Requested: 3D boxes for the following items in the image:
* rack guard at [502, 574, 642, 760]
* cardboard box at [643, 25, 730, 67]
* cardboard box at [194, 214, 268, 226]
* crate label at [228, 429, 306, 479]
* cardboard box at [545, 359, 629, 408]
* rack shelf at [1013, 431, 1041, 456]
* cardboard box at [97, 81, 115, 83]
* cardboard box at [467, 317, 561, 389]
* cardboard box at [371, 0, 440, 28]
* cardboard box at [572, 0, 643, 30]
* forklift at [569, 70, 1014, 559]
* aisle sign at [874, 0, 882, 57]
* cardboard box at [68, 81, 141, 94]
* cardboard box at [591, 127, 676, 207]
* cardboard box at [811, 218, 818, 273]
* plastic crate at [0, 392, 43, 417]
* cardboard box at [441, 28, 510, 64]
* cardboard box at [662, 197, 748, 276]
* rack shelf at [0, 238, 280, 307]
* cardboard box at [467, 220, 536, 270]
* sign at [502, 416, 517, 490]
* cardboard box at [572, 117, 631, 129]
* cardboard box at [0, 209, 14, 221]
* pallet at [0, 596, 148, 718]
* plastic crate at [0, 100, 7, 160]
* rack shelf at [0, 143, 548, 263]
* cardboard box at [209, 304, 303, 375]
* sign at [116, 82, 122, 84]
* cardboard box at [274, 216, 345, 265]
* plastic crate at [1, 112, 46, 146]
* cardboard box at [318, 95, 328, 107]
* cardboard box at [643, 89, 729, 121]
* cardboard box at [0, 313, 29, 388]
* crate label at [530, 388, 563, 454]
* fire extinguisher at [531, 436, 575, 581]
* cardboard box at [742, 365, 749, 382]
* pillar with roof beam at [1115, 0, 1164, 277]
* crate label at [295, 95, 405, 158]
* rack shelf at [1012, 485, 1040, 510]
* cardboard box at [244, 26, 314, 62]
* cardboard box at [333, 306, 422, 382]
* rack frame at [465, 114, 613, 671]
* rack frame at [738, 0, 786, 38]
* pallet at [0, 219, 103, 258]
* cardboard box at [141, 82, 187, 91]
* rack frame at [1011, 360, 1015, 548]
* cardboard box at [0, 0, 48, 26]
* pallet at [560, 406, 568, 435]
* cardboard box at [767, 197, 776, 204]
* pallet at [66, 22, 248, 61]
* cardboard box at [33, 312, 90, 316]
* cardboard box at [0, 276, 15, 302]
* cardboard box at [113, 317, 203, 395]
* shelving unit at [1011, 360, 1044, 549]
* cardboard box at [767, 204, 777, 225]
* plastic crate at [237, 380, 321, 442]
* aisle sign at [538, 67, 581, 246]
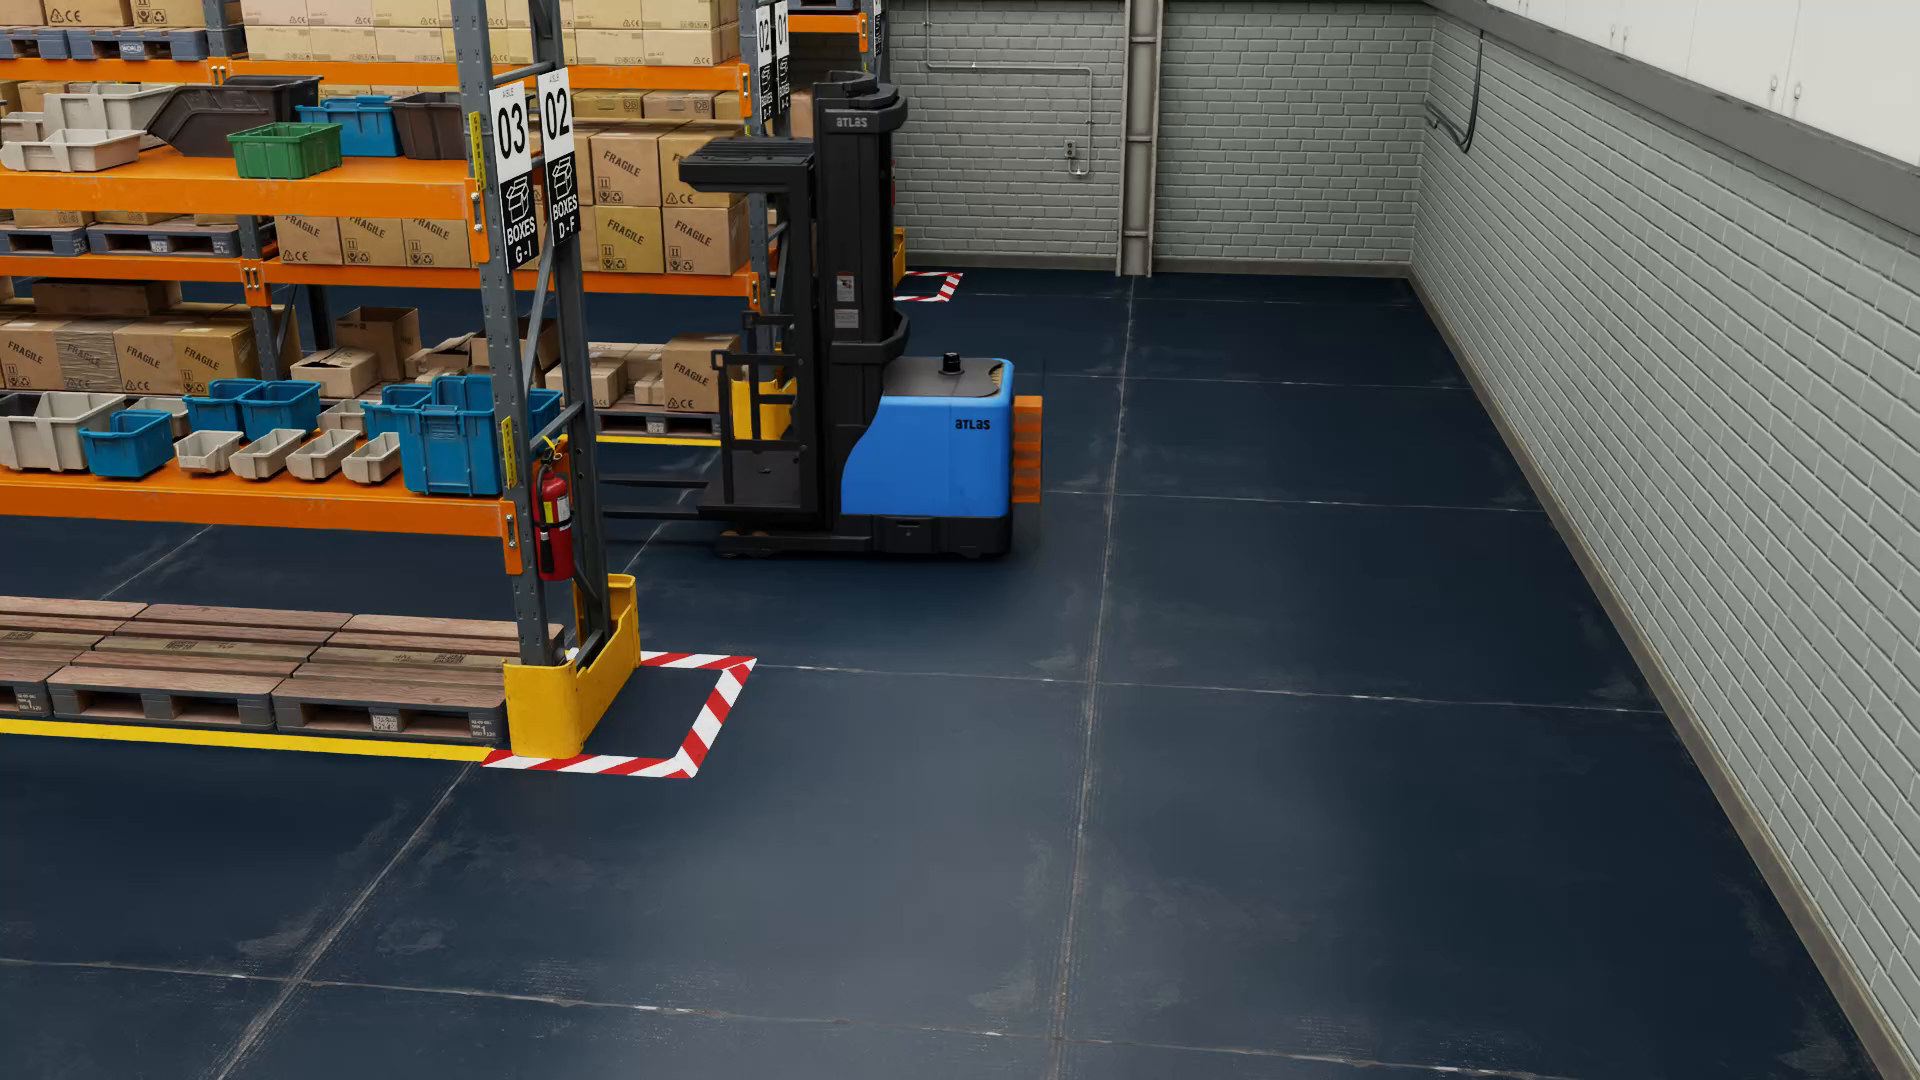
[{"bbox_3d":[-1.999,0.632,8.661,0.348,0.500,1.175,2,22,6],"label":"rack guard"},{"bbox_3d":[-1.979,-3.586,12.055,0.500,0.250,0.500,2,22,6],"label":"cardboard box"},{"bbox_3d":[-5.854,-2.852,13.367,0.500,0.500,0.700,-5,22,-12],"label":"cardboard box"},{"bbox_3d":[-3.421,-0.422,8.205,0.243,0.136,0.396,2,22,6],"label":"crate label"},{"bbox_3d":[-2.946,-1.247,13.155,0.500,0.250,0.500,2,22,6],"label":"cardboard box"},{"bbox_3d":[0.434,-0.618,10.665,0.180,0.103,0.258,1,22,4],"label":"rack shelf"},{"bbox_3d":[-9.149,-5.047,18.009,0.250,0.149,0.380,0,22,-1],"label":"cardboard box"},{"bbox_3d":[-3.543,-1.472,13.381,0.637,0.503,0.797,2,22,6],"label":"cardboard box"},{"bbox_3d":[-3.964,-3.907,12.187,0.500,0.250,0.500,2,22,6],"label":"cardboard box"},{"bbox_3d":[-2.474,-3.843,12.026,0.500,0.250,0.500,2,22,6],"label":"cardboard box"},{"bbox_3d":[-1.167,-1.439,10.593,3.031,2.935,1.130,1,22,4],"label":"forklift"},{"bbox_3d":[-0.822,-5.240,16.579,0.004,0.787,0.394,2,22,6],"label":"aisle sign"},{"bbox_3d":[-9.271,-4.758,18.160,0.500,0.500,0.700,0,22,0],"label":"cardboard box"},{"bbox_3d":[-2.414,-2.787,12.414,0.500,0.500,0.500,3,22,8],"label":"cardboard box"},{"bbox_3d":[-1.565,-3.171,17.708,0.500,0.500,0.700,2,22,6],"label":"cardboard box"},{"bbox_3d":[-4.853,-0.649,8.795,0.590,0.125,0.437,2,22,6],"label":"plastic crate"},{"bbox_3d":[-3.467,-3.656,12.232,0.500,0.250,0.500,2,22,6],"label":"cardboard box"},{"bbox_3d":[-1.914,-2.302,12.546,0.500,0.500,0.500,3,22,8],"label":"cardboard box"},{"bbox_3d":[-7.396,-2.260,13.555,4.000,0.370,1.077,2,22,6],"label":"rack shelf"},{"bbox_3d":[-3.425,-2.368,12.714,0.500,0.500,0.500,2,22,6],"label":"cardboard box"},{"bbox_3d":[-2.073,-0.401,7.653,0.005,0.325,0.100,2,22,6],"label":"sign"},{"bbox_3d":[-2.863,-3.005,12.966,0.500,0.500,0.500,3,22,7],"label":"cardboard box"},{"bbox_3d":[-7.857,-2.828,13.305,0.500,0.500,0.700,7,23,16],"label":"cardboard box"},{"bbox_3d":[-5.262,0.615,9.098,1.213,0.211,1.003,2,22,6],"label":"pallet"},{"bbox_3d":[-4.795,-1.880,7.714,0.590,0.269,0.497,2,22,6],"label":"plastic crate"},{"bbox_3d":[-4.010,-1.674,7.992,4.000,0.370,1.077,2,22,6],"label":"rack shelf"},{"bbox_3d":[-5.861,-1.660,13.861,0.500,0.500,0.500,2,22,4],"label":"cardboard box"},{"bbox_3d":[-8.857,-4.793,17.517,0.005,0.325,0.100,2,22,6],"label":"sign"},{"bbox_3d":[-4.936,-2.433,12.878,0.500,0.500,0.500,3,22,8],"label":"cardboard box"},{"bbox_3d":[-4.689,-2.056,8.340,0.466,0.136,0.293,2,22,6],"label":"plastic crate"},{"bbox_3d":[-6.821,-4.502,17.680,0.500,0.500,0.500,3,22,8],"label":"cardboard box"},{"bbox_3d":[-2.846,-4.366,17.494,0.700,0.700,0.980,1,22,4],"label":"cardboard box"},{"bbox_3d":[-7.945,-1.555,13.595,0.500,0.500,0.500,2,22,6],"label":"cardboard box"},{"bbox_3d":[-2.231,-0.608,8.543,0.303,0.233,0.416,2,22,6],"label":"crate label"},{"bbox_3d":[-1.928,-0.145,7.839,0.183,0.674,0.296,2,22,6],"label":"fire extinguisher"},{"bbox_3d":[-1.813,-1.358,13.573,0.250,0.149,0.380,2,22,6],"label":"cardboard box"},{"bbox_3d":[1.418,-5.561,12.766,0.400,9.000,9.100,2,22,6],"label":"pillar with roof beam"},{"bbox_3d":[-2.902,-2.010,8.068,0.502,0.251,0.408,2,22,6],"label":"crate label"},{"bbox_3d":[0.434,-0.283,10.797,0.180,0.103,0.258,1,22,4],"label":"rack shelf"},{"bbox_3d":[-4.956,-3.722,12.399,0.500,0.250,0.500,2,22,6],"label":"cardboard box"},{"bbox_3d":[-4.810,-1.629,13.783,0.500,0.500,0.500,2,22,6],"label":"cardboard box"},{"bbox_3d":[-2.024,-0.527,8.192,0.127,3.000,1.000,2,22,6],"label":"rack frame"},{"bbox_3d":[-1.437,-5.125,11.664,0.127,3.000,1.000,2,22,6],"label":"rack frame"},{"bbox_3d":[-7.450,-2.510,13.469,1.213,0.211,1.003,2,22,6],"label":"pallet"},{"bbox_3d":[-8.354,-4.918,17.712,0.500,0.250,0.500,3,22,8],"label":"cardboard box"},{"bbox_3d":[0.342,-0.550,10.698,0.006,1.200,0.240,1,22,4],"label":"rack frame"},{"bbox_3d":[-7.226,-4.297,12.805,0.600,0.600,0.600,2,22,4],"label":"cardboard box"},{"bbox_3d":[-3.513,-1.129,13.510,1.213,0.211,1.003,2,22,6],"label":"pallet"},{"bbox_3d":[-1.921,-3.561,17.815,0.250,0.149,0.380,3,22,6],"label":"cardboard box"},{"bbox_3d":[-6.049,-3.870,12.823,1.003,0.211,1.213,2,22,6],"label":"pallet"},{"bbox_3d":[-7.390,-1.726,14.026,0.500,0.500,0.500,2,22,4],"label":"cardboard box"},{"bbox_3d":[-8.369,-2.116,13.995,0.500,0.250,0.500,3,22,8],"label":"cardboard box"},{"bbox_3d":[-6.423,-1.492,13.434,0.500,0.500,0.500,3,22,6],"label":"cardboard box"},{"bbox_3d":[0.434,-0.548,10.693,0.189,1.200,0.258,1,22,4],"label":"shelving unit"},{"bbox_3d":[-1.968,-3.422,17.462,0.250,0.149,0.380,3,22,8],"label":"cardboard box"},{"bbox_3d":[-3.538,-0.665,8.687,0.300,0.233,0.416,2,22,6],"label":"plastic crate"},{"bbox_3d":[-1.918,-1.841,7.981,0.004,0.787,0.394,2,22,6],"label":"aisle sign"}]
